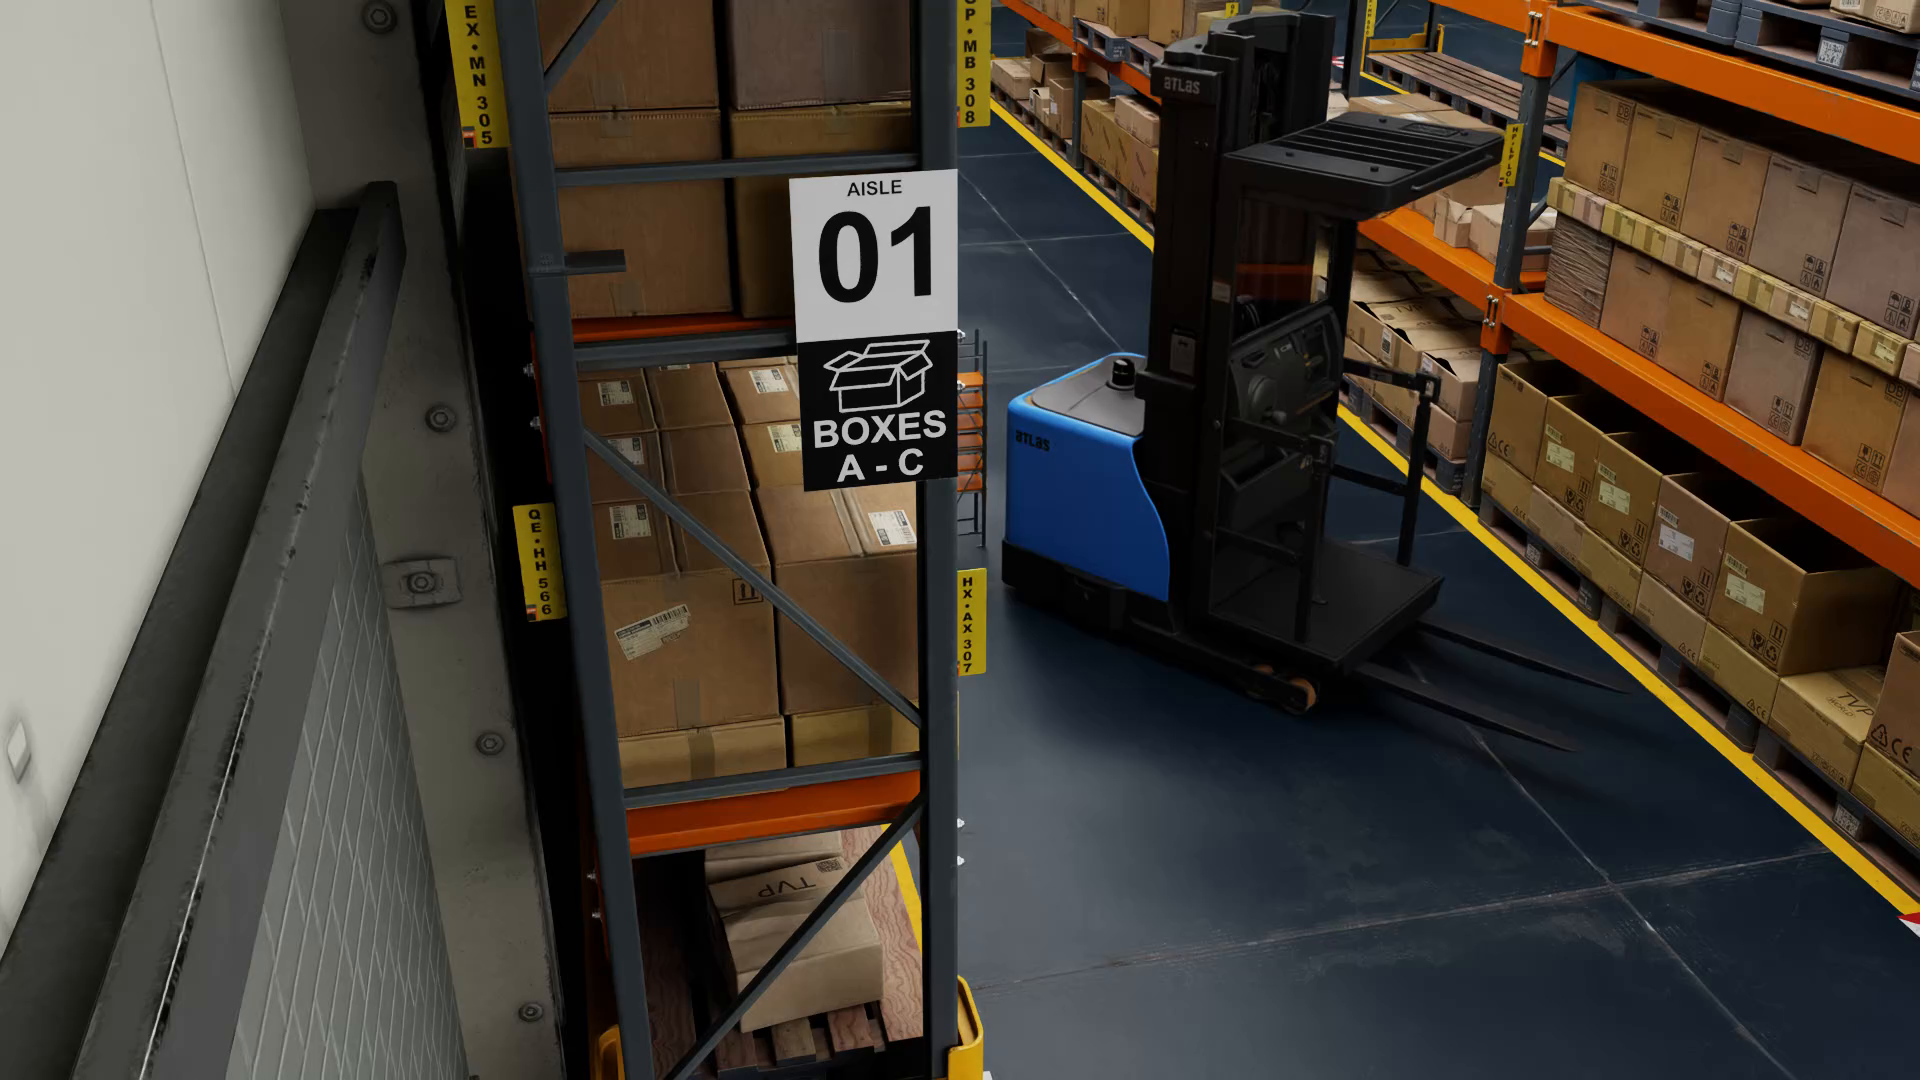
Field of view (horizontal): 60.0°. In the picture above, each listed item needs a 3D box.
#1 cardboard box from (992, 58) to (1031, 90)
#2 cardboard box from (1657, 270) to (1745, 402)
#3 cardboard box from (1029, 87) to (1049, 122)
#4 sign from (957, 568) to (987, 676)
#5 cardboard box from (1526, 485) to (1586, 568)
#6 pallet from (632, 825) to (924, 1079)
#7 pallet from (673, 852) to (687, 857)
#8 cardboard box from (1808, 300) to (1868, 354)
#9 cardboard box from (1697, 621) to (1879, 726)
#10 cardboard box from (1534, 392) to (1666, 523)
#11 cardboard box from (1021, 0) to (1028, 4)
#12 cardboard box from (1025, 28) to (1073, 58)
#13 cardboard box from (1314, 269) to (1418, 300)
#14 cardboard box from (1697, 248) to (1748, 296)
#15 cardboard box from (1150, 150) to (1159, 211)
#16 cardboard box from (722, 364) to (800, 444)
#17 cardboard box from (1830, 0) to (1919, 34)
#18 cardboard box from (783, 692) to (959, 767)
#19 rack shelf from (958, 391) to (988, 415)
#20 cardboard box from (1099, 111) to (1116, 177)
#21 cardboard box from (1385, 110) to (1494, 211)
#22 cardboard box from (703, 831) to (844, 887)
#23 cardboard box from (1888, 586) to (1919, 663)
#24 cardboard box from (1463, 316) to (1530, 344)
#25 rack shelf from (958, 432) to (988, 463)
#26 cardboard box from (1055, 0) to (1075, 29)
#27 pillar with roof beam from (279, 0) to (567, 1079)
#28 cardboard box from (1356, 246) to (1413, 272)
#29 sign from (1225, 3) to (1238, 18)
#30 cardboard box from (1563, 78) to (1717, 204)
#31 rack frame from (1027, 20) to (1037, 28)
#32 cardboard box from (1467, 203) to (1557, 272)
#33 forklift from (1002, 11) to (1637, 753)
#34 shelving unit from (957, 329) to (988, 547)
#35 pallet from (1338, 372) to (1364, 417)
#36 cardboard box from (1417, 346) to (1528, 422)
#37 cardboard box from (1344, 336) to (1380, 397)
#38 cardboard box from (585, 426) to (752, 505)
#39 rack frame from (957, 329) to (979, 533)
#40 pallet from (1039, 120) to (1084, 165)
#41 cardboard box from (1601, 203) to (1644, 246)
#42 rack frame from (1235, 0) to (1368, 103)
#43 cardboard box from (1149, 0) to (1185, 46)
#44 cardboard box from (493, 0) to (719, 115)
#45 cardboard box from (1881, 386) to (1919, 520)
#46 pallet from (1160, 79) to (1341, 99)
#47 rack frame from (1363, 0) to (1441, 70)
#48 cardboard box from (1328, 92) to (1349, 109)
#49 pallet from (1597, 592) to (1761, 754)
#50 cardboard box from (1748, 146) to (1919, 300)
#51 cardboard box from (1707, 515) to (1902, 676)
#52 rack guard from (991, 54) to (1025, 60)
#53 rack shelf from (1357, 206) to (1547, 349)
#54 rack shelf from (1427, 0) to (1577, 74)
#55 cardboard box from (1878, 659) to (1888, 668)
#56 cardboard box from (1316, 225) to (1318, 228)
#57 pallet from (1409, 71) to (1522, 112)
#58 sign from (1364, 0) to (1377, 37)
[{"bbox_3d":[0.672,-5.343,19.070,0.500,0.250,0.500,-6,27,-12],"label":"cardboard box"},{"bbox_3d":[3.758,-0.992,7.776,0.700,0.500,0.500,-6,27,-11],"label":"cardboard box"},{"bbox_3d":[1.041,-4.652,17.633,0.500,0.311,0.500,-6,27,-12],"label":"cardboard box"},{"bbox_3d":[0.022,0.226,4.513,0.100,0.325,0.005,-6,27,-12],"label":"sign"},{"bbox_3d":[3.334,-0.099,8.702,0.500,0.250,0.500,-6,27,-12],"label":"cardboard box"},{"bbox_3d":[-0.672,1.519,6.007,1.003,0.211,1.213,-6,27,-12],"label":"pallet"},{"bbox_3d":[-0.944,0.984,7.066,1.003,0.211,1.213,-6,27,-12],"label":"pallet"},{"bbox_3d":[3.754,-0.888,6.850,0.380,0.149,0.250,-5,27,-10],"label":"cardboard box"},{"bbox_3d":[3.671,0.560,7.397,0.500,0.250,0.500,-6,27,-12],"label":"cardboard box"},{"bbox_3d":[3.337,-0.434,8.534,0.500,0.500,0.500,-6,27,-12],"label":"cardboard box"},{"bbox_3d":[0.899,-6.018,17.733,0.500,0.500,0.500,-6,27,-11],"label":"cardboard box"},{"bbox_3d":[1.076,-5.728,19.555,0.500,0.500,0.500,-6,27,-12],"label":"cardboard box"},{"bbox_3d":[2.704,-1.620,11.094,0.500,0.311,0.500,-6,27,-12],"label":"cardboard box"},{"bbox_3d":[3.584,-1.224,7.516,0.380,0.149,0.250,-7,28,-13],"label":"cardboard box"},{"bbox_3d":[1.960,-3.044,14.237,0.500,0.500,0.500,-7,28,-13],"label":"cardboard box"},{"bbox_3d":[-0.533,-0.295,5.817,0.500,0.500,0.500,-7,28,-13],"label":"cardboard box"},{"bbox_3d":[3.677,-2.109,6.249,0.500,0.311,0.500,-3,27,-6],"label":"cardboard box"},{"bbox_3d":[-0.307,0.479,5.116,0.500,0.250,0.500,-7,28,-13],"label":"cardboard box"},{"bbox_3d":[0.003,-0.704,8.879,0.258,0.103,0.180,-6,27,-12],"label":"rack shelf"},{"bbox_3d":[1.617,-3.716,15.568,0.500,0.500,0.500,-6,27,-11],"label":"cardboard box"},{"bbox_3d":[3.029,-2.428,10.620,0.500,0.500,0.500,-6,27,-12],"label":"cardboard box"},{"bbox_3d":[-0.703,1.108,6.221,0.500,0.311,0.500,-4,27,-7],"label":"cardboard box"},{"bbox_3d":[4.300,0.391,6.900,0.500,0.500,0.500,-6,27,-12],"label":"cardboard box"},{"bbox_3d":[3.459,-1.231,10.322,0.500,0.311,0.500,-6,27,-12],"label":"cardboard box"},{"bbox_3d":[0.003,-0.490,8.987,0.258,0.103,0.180,-6,27,-12],"label":"rack shelf"},{"bbox_3d":[1.252,-5.343,16.396,0.500,0.500,0.500,-6,27,-11],"label":"cardboard box"},{"bbox_3d":[2.687,-2.667,4.548,9.100,9.000,0.400,-6,27,-12],"label":"pillar with roof beam"},{"bbox_3d":[3.108,-1.905,11.659,0.500,0.311,0.500,-6,27,-12],"label":"cardboard box"},{"bbox_3d":[1.989,-3.771,12.196,0.100,0.325,0.005,-6,27,-12],"label":"sign"},{"bbox_3d":[3.524,-2.023,8.378,0.700,0.500,0.500,-6,27,-11],"label":"cardboard box"},{"bbox_3d":[0.713,-6.861,19.515,1.000,3.000,0.127,-6,27,-12],"label":"rack frame"},{"bbox_3d":[3.264,-1.738,9.531,0.500,0.250,0.500,-4,27,-8],"label":"cardboard box"},{"bbox_3d":[1.665,-0.775,7.532,3.031,2.935,1.130,21,34,36],"label":"forklift"},{"bbox_3d":[0.003,-0.529,8.967,0.258,1.200,0.189,-6,27,-12],"label":"shelving unit"},{"bbox_3d":[2.935,-1.204,11.402,1.003,0.211,1.213,-6,27,-12],"label":"pallet"},{"bbox_3d":[3.047,-0.952,9.771,0.500,0.311,0.500,-6,27,-12],"label":"cardboard box"},{"bbox_3d":[2.814,-1.153,10.790,0.500,0.250,0.500,-5,27,-10],"label":"cardboard box"},{"bbox_3d":[-0.924,-0.017,5.266,0.500,0.500,0.500,-6,27,-11],"label":"cardboard box"},{"bbox_3d":[-0.017,-0.569,9.047,0.240,1.200,0.006,-6,27,-12],"label":"rack frame"},{"bbox_3d":[1.461,-4.162,17.262,1.003,0.211,1.213,-6,27,-12],"label":"pallet"},{"bbox_3d":[3.406,-1.566,8.194,0.380,0.149,0.250,-7,28,-13],"label":"cardboard box"},{"bbox_3d":[2.516,-3.349,12.557,1.000,3.000,0.127,-6,27,-12],"label":"rack frame"},{"bbox_3d":[2.073,-4.568,14.394,0.700,0.500,0.500,-13,30,-25],"label":"cardboard box"},{"bbox_3d":[-0.858,-1.334,3.993,0.500,0.500,0.500,-5,27,-9],"label":"cardboard box"},{"bbox_3d":[4.103,-0.318,6.440,0.700,0.500,0.500,-5,27,-10],"label":"cardboard box"},{"bbox_3d":[2.295,-3.554,13.175,1.213,0.211,1.003,-6,27,-12],"label":"pallet"},{"bbox_3d":[5.540,-7.363,20.508,1.000,3.000,0.127,-6,27,-12],"label":"rack frame"},{"bbox_3d":[2.555,-3.145,12.251,0.500,0.311,0.500,-4,27,-8],"label":"cardboard box"},{"bbox_3d":[3.834,0.542,7.942,1.003,0.211,1.213,-6,27,-12],"label":"pallet"},{"bbox_3d":[3.863,-1.362,7.068,0.700,0.500,0.500,-6,27,-12],"label":"cardboard box"},{"bbox_3d":[3.668,0.225,7.228,0.500,0.500,0.500,-6,27,-12],"label":"cardboard box"},{"bbox_3d":[0.730,-5.712,20.012,1.175,0.500,0.348,-6,27,-12],"label":"rack guard"},{"bbox_3d":[2.967,-2.150,10.979,1.077,0.370,4.000,-6,27,-12],"label":"rack shelf"},{"bbox_3d":[2.967,-3.489,10.303,1.077,0.370,4.000,-6,27,-12],"label":"rack shelf"},{"bbox_3d":[4.186,0.506,7.504,0.500,0.250,0.500,-6,27,-12],"label":"cardboard box"},{"bbox_3d":[2.348,-2.300,12.441,0.500,0.311,0.500,-5,27,-10],"label":"cardboard box"},{"bbox_3d":[5.959,-5.217,19.352,1.003,0.211,1.213,-6,27,-12],"label":"pallet"},{"bbox_3d":[3.056,-3.924,12.410,0.100,0.325,0.005,-6,27,-12],"label":"sign"}]
